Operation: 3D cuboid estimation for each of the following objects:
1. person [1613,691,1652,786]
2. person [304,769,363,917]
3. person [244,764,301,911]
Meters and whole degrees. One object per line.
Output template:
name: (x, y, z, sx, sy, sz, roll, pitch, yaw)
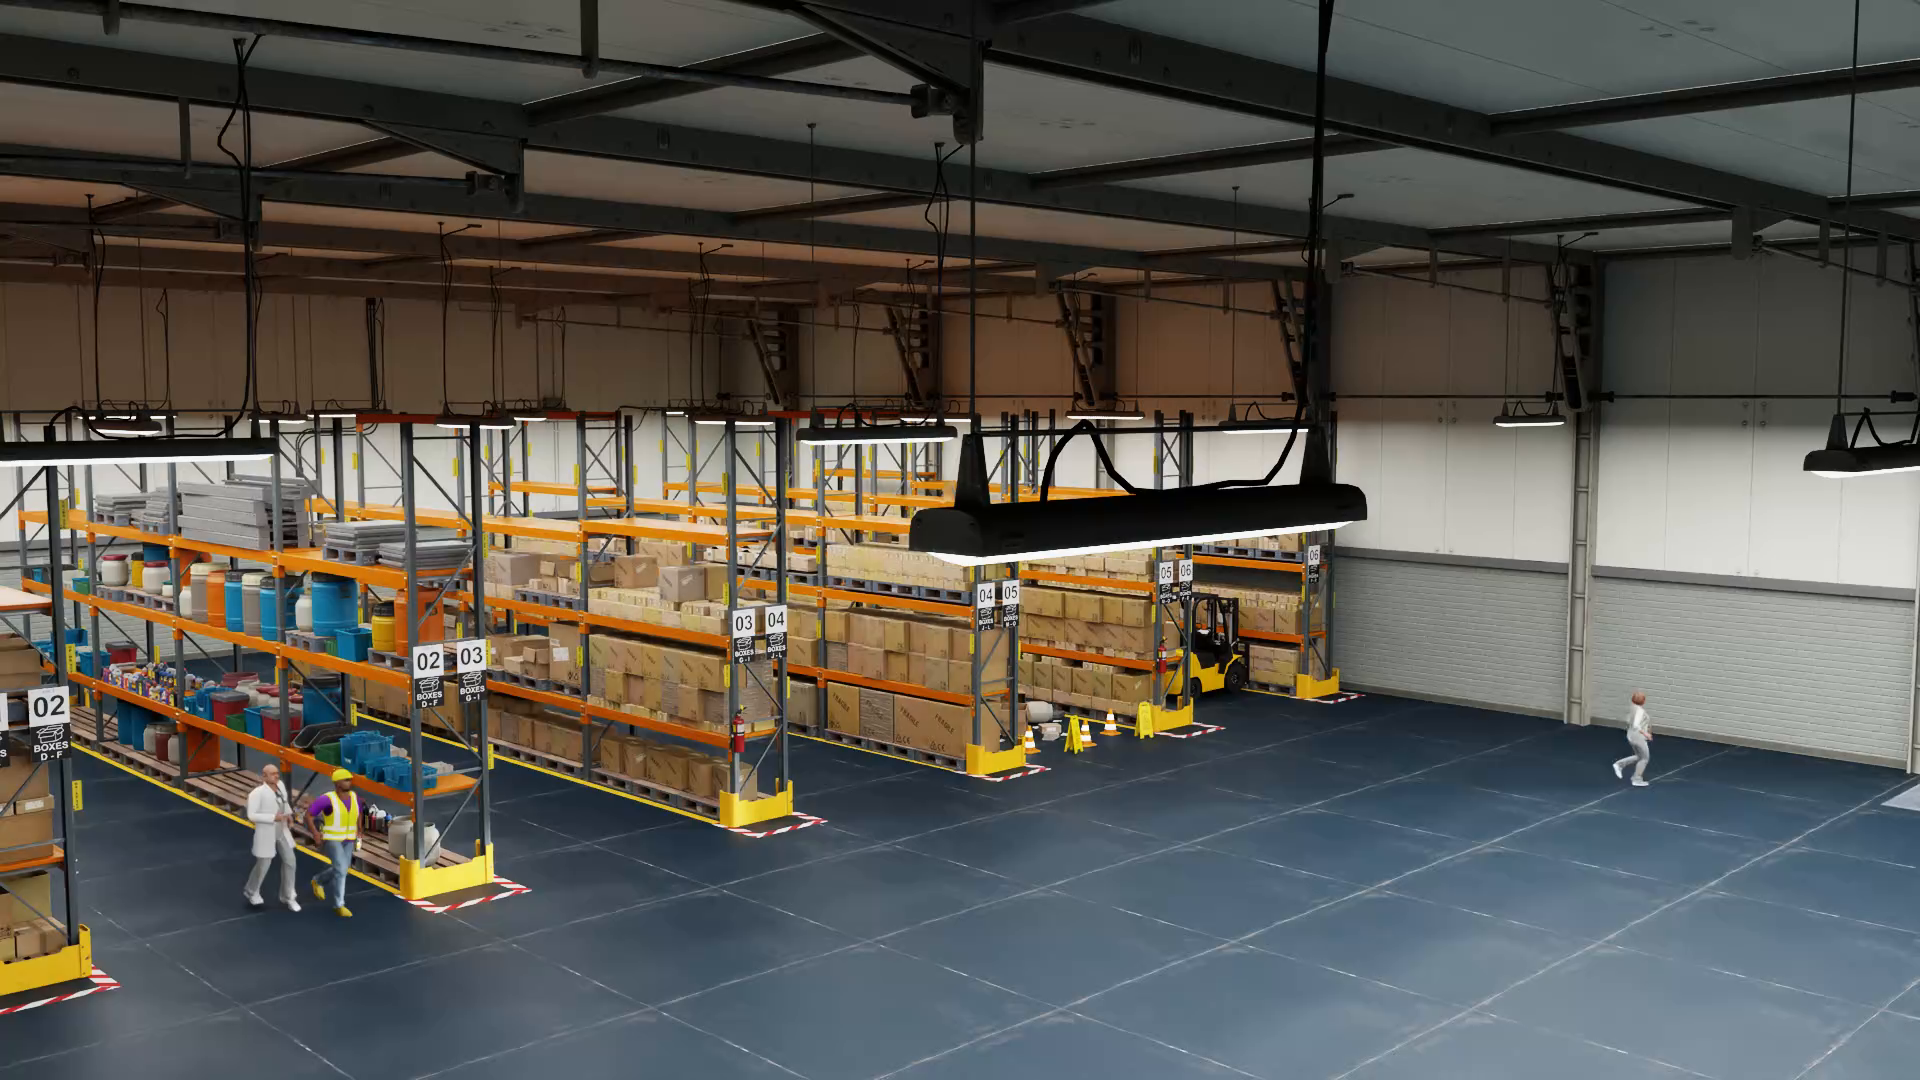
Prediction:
person: (10.921, 3.222, 26.910, 0.602, 1.549, 0.529, 0, 5, 3)
person: (-7.682, 3.703, 20.522, 0.830, 1.758, 0.744, 3, 6, 31)
person: (-8.492, 3.677, 20.499, 0.847, 1.867, 0.740, 3, 6, 28)
